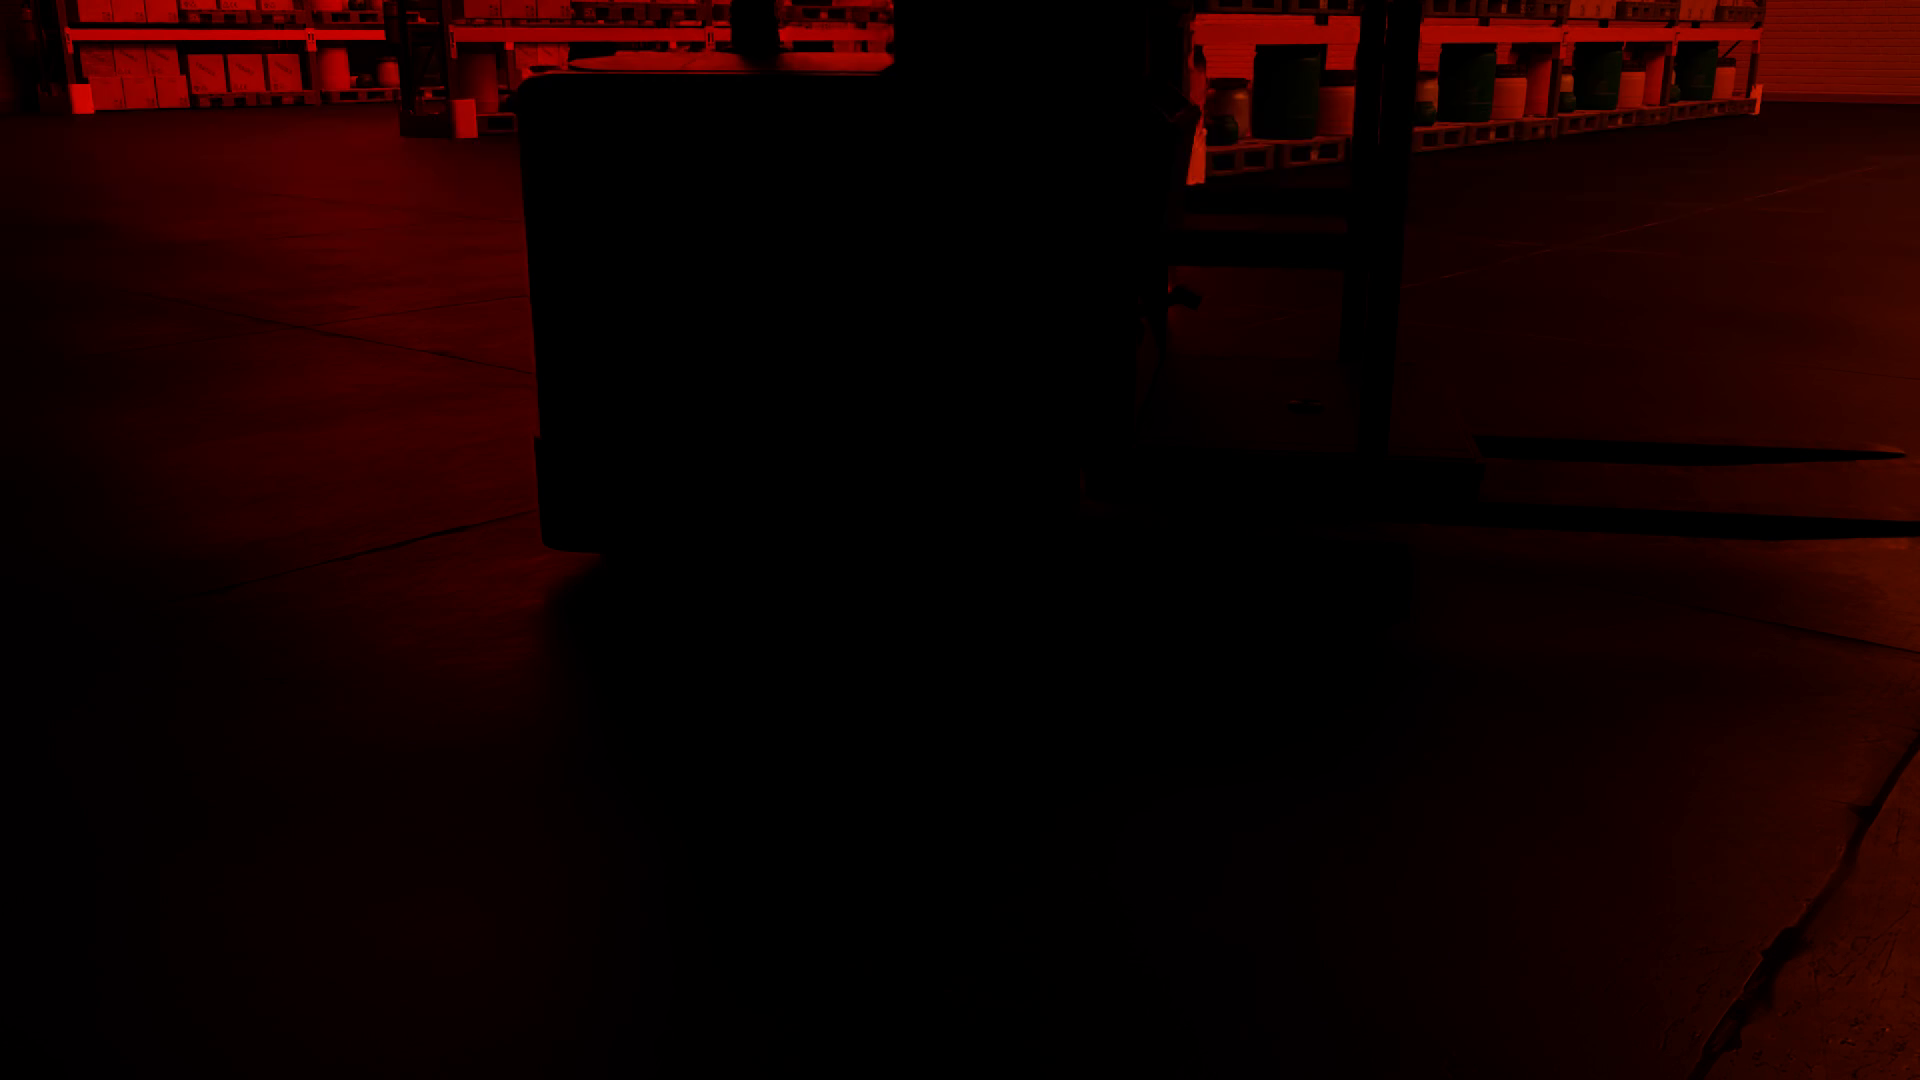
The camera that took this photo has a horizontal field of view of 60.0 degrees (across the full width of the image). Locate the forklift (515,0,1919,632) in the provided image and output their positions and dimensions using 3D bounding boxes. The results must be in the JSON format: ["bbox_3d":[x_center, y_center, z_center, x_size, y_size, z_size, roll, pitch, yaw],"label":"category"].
[{"bbox_3d":[0.636,-1.385,3.458,3.031,2.935,1.130,3,17,10],"label":"forklift"}]
